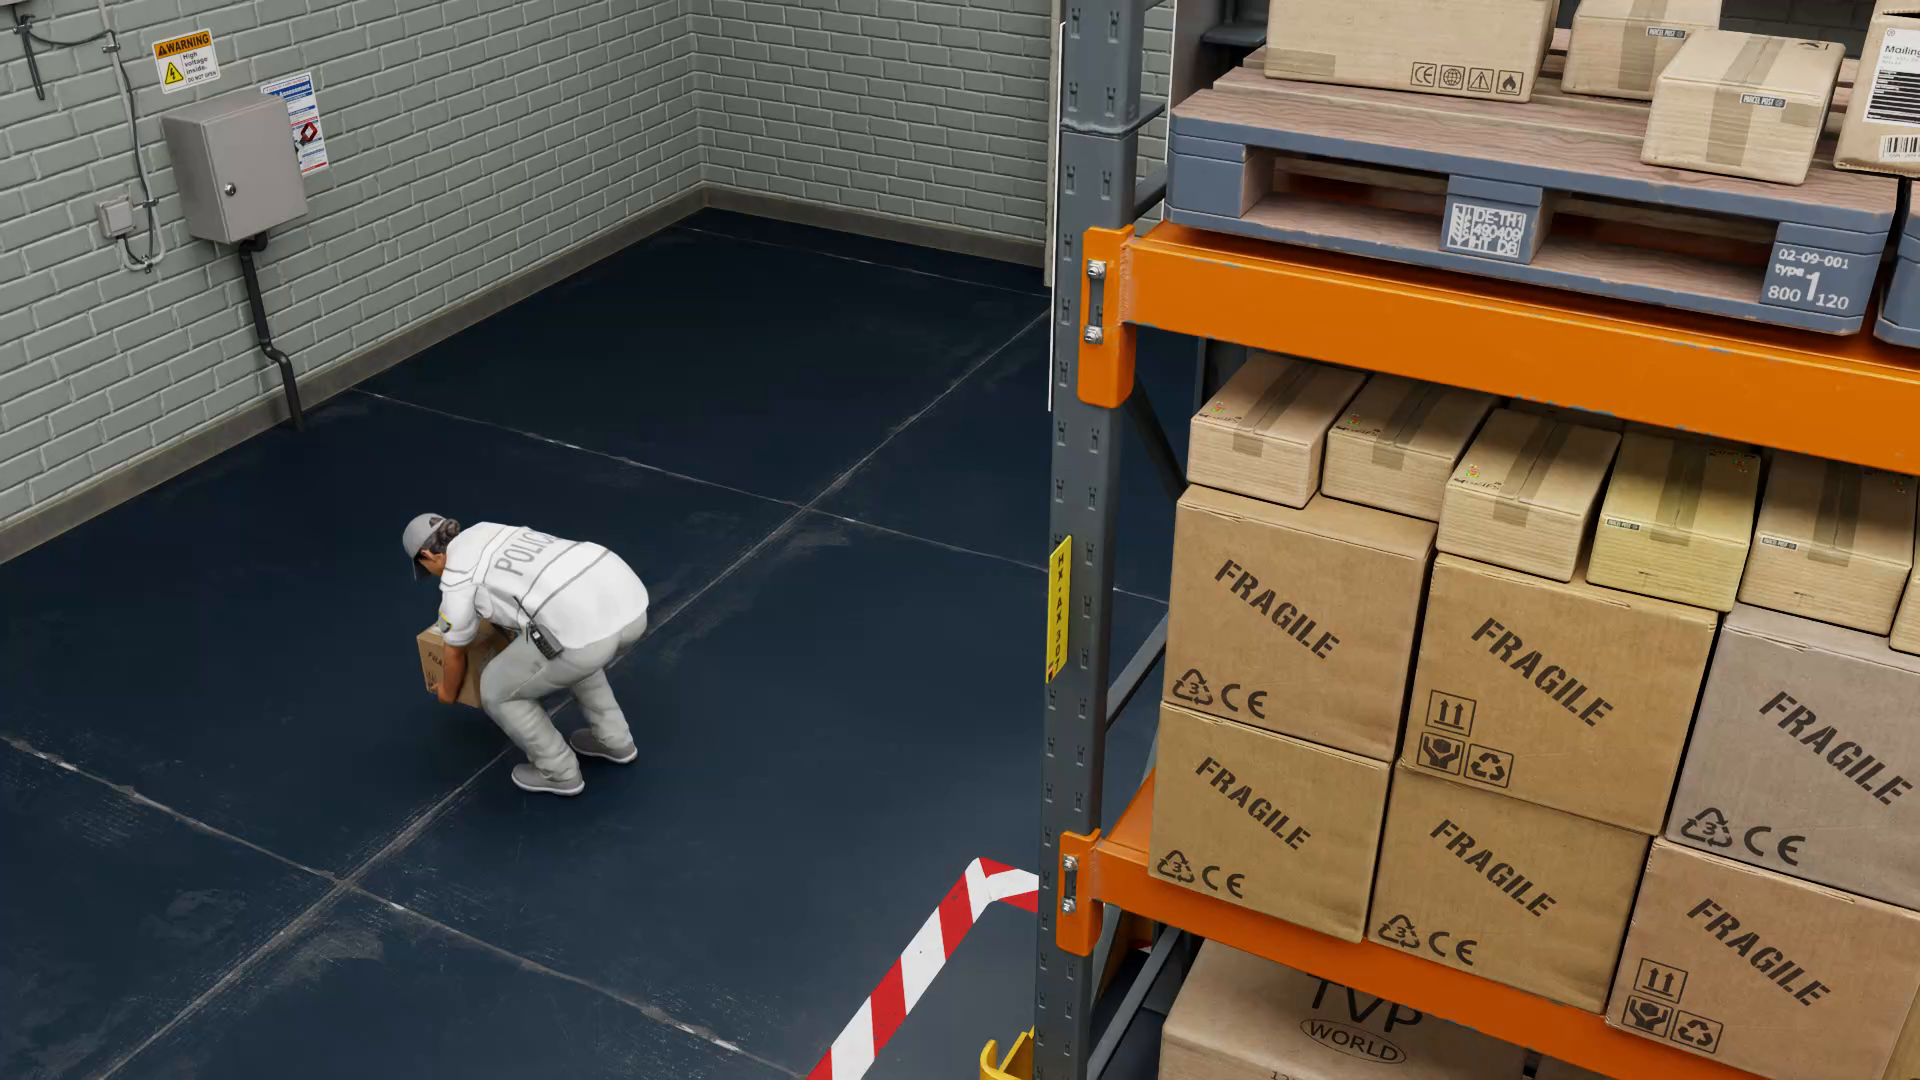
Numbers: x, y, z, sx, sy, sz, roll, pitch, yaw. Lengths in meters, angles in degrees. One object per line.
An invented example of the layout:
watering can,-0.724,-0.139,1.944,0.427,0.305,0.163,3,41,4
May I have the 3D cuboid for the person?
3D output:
person,-1.573,0.409,6.092,0.938,0.998,0.502,13,33,21
